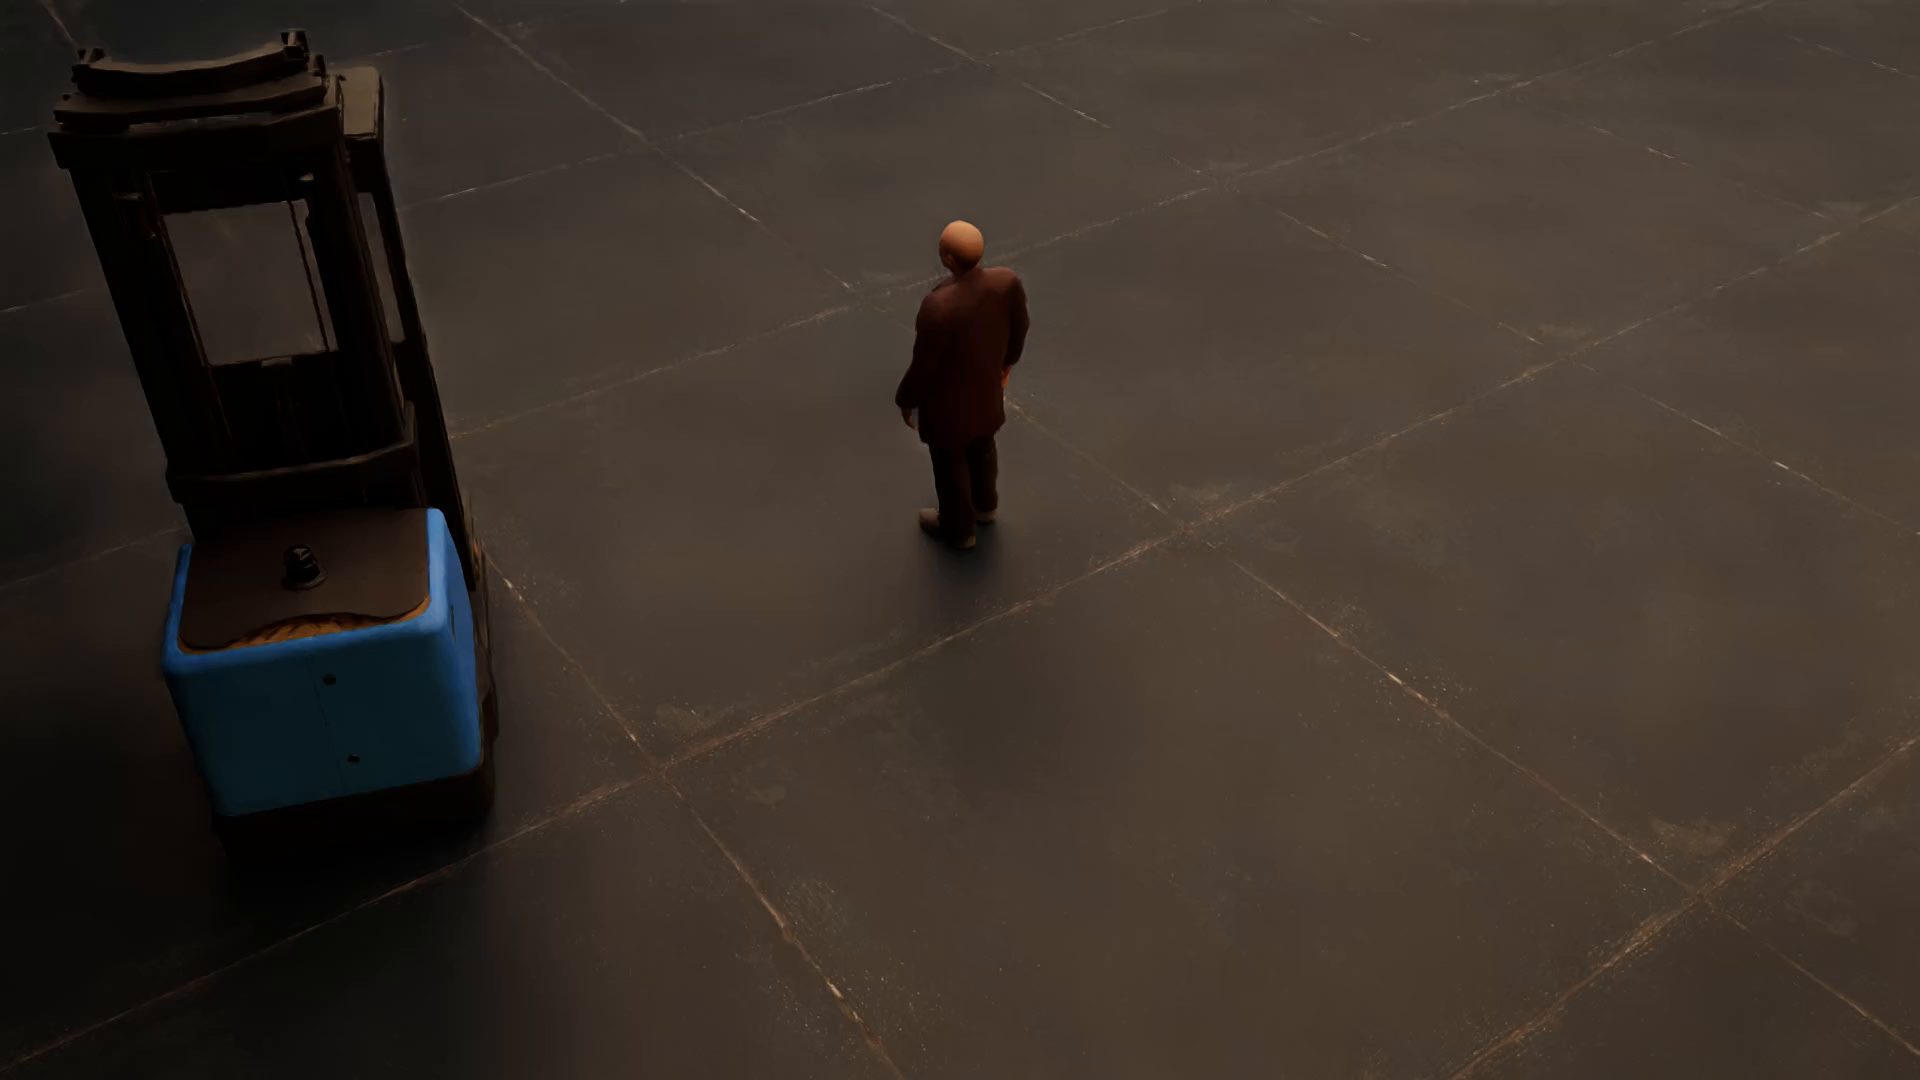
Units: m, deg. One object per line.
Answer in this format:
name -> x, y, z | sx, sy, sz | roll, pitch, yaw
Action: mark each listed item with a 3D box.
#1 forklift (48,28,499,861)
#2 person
forklift -> -2.802, -0.786, 7.008 | 1.130, 2.935, 3.031 | -9, 37, -12
person -> -0.049, -0.766, 7.939 | 0.694, 1.776, 0.580 | -23, 42, -28
